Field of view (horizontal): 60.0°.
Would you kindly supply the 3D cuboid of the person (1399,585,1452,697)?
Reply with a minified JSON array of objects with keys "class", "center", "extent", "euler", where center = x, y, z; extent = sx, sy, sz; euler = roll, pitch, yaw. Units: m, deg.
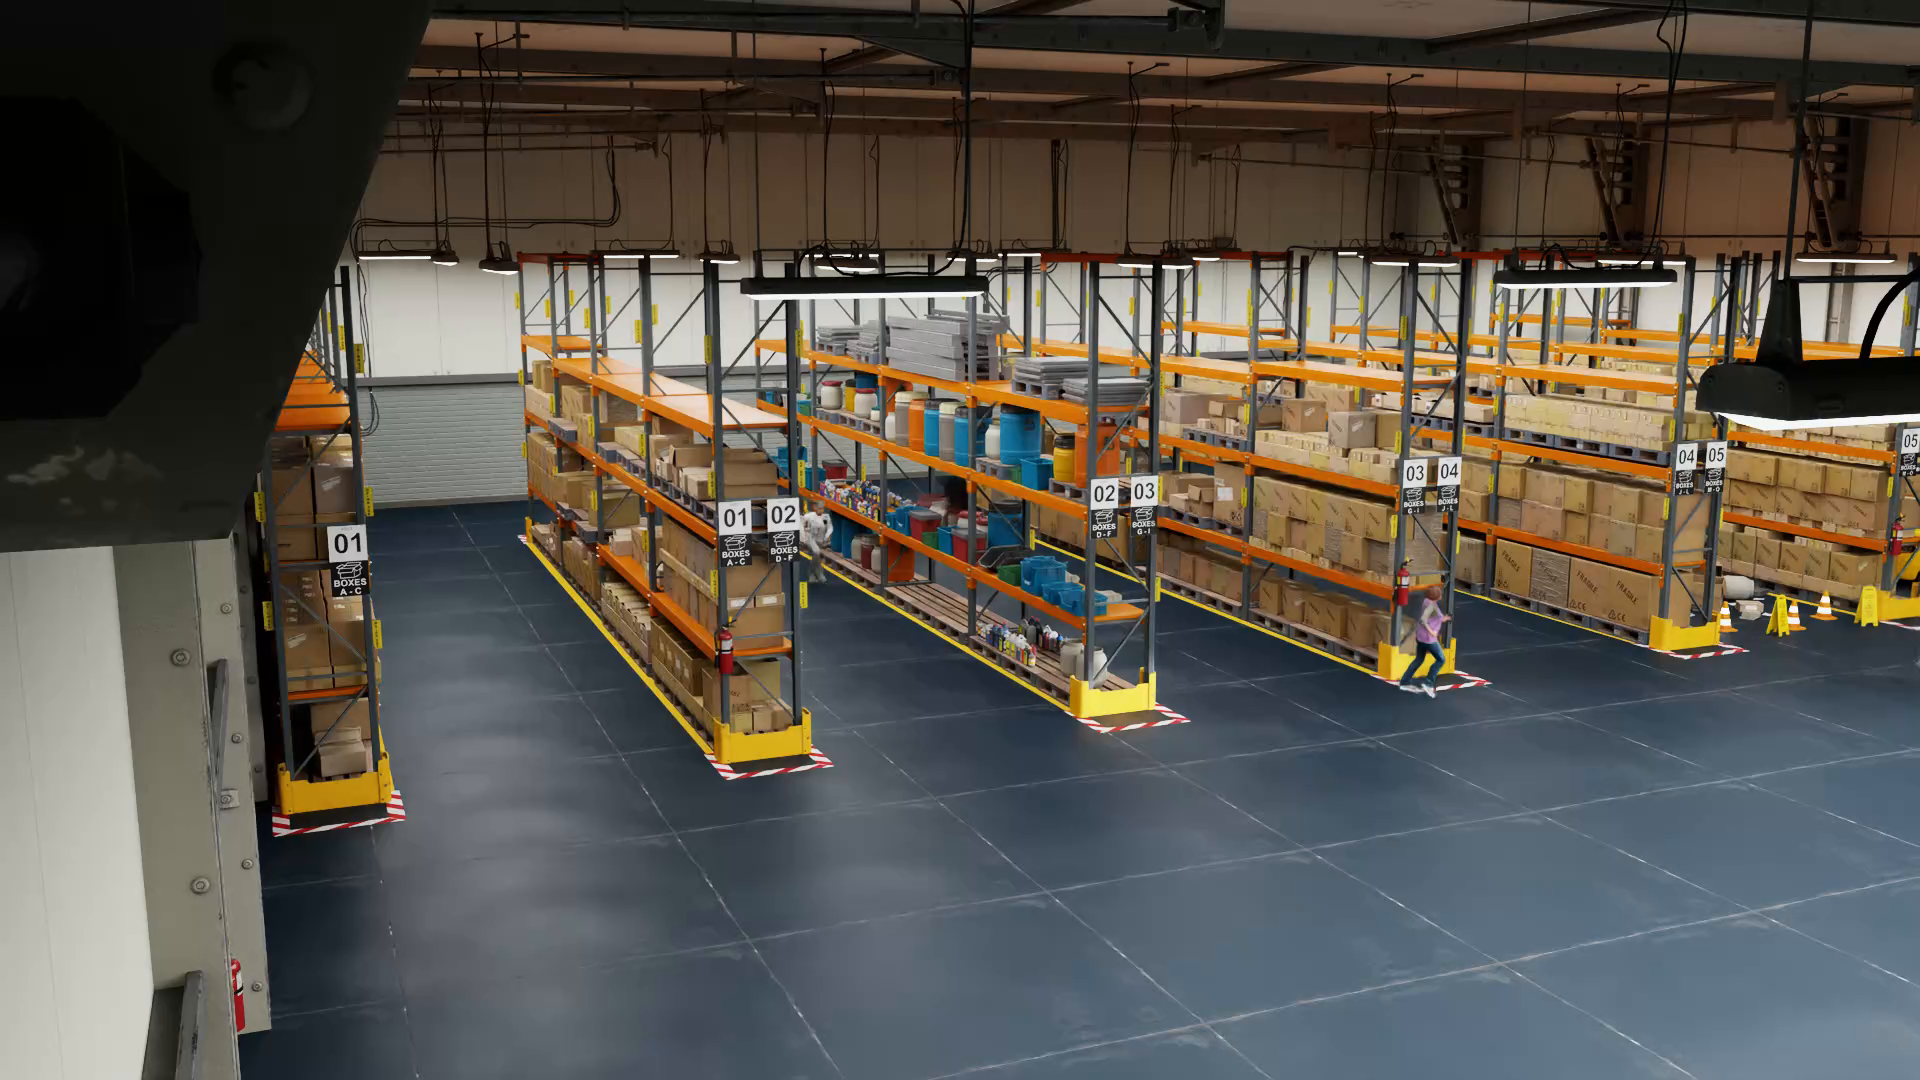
[{"class":"person","center":[6.465,1.418,22.950],"extent":[0.684,1.633,0.536],"euler":[-1,10,-5]}]

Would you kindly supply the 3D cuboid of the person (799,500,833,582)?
[{"class":"person","center":[-2.610,0.033,30.064],"extent":[0.616,1.591,0.930],"euler":[-4,11,-23]}]
